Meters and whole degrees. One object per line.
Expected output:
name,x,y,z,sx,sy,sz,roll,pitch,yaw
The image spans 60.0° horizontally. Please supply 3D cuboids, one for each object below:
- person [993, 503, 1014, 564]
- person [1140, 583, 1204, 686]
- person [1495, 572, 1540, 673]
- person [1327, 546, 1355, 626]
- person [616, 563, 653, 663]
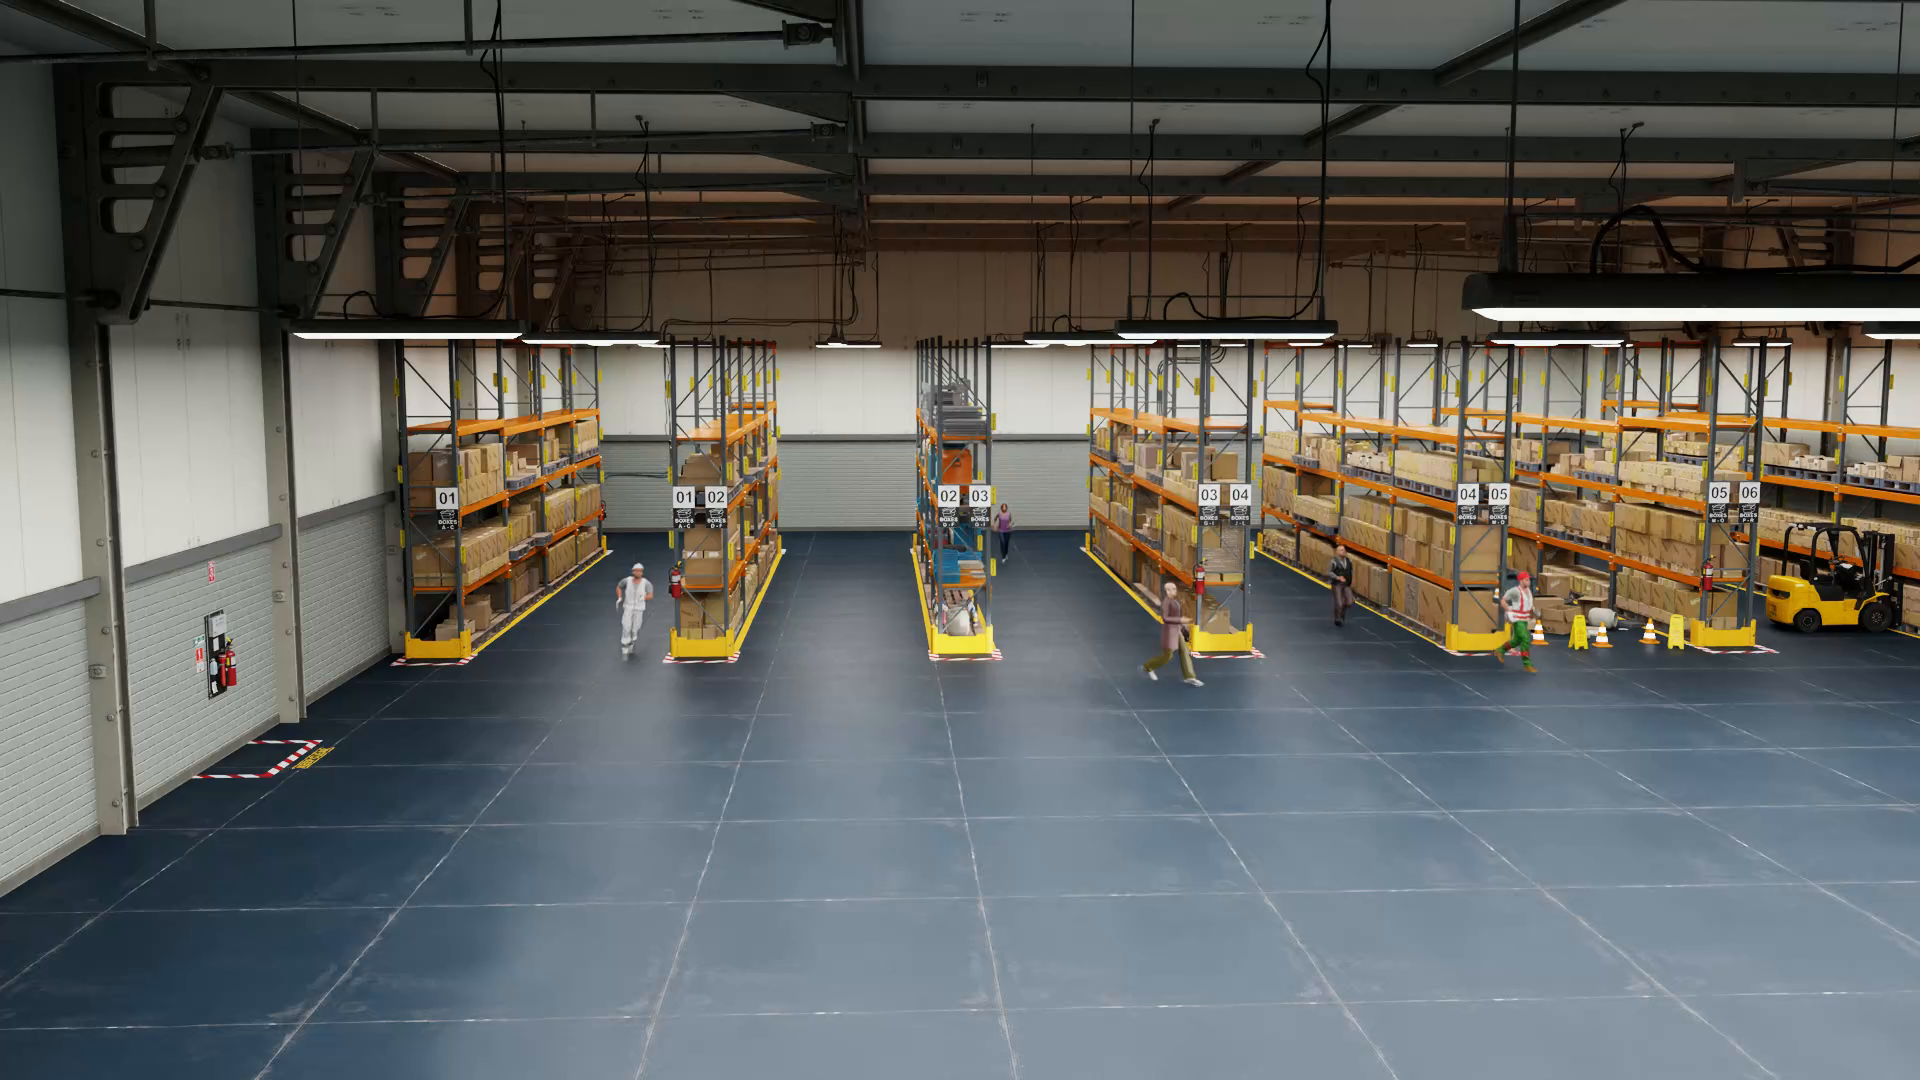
person,1.191,-0.202,45.200,0.556,1.616,0.779,-1,7,-5
person,3.640,1.603,28.464,1.109,1.764,0.724,3,7,26
person,10.032,1.446,29.908,0.625,1.787,0.963,-5,8,-40
person,7.963,0.962,34.615,0.653,1.680,0.568,-1,7,-12
person,-6.074,1.323,31.049,0.686,1.786,0.907,-2,7,-15
